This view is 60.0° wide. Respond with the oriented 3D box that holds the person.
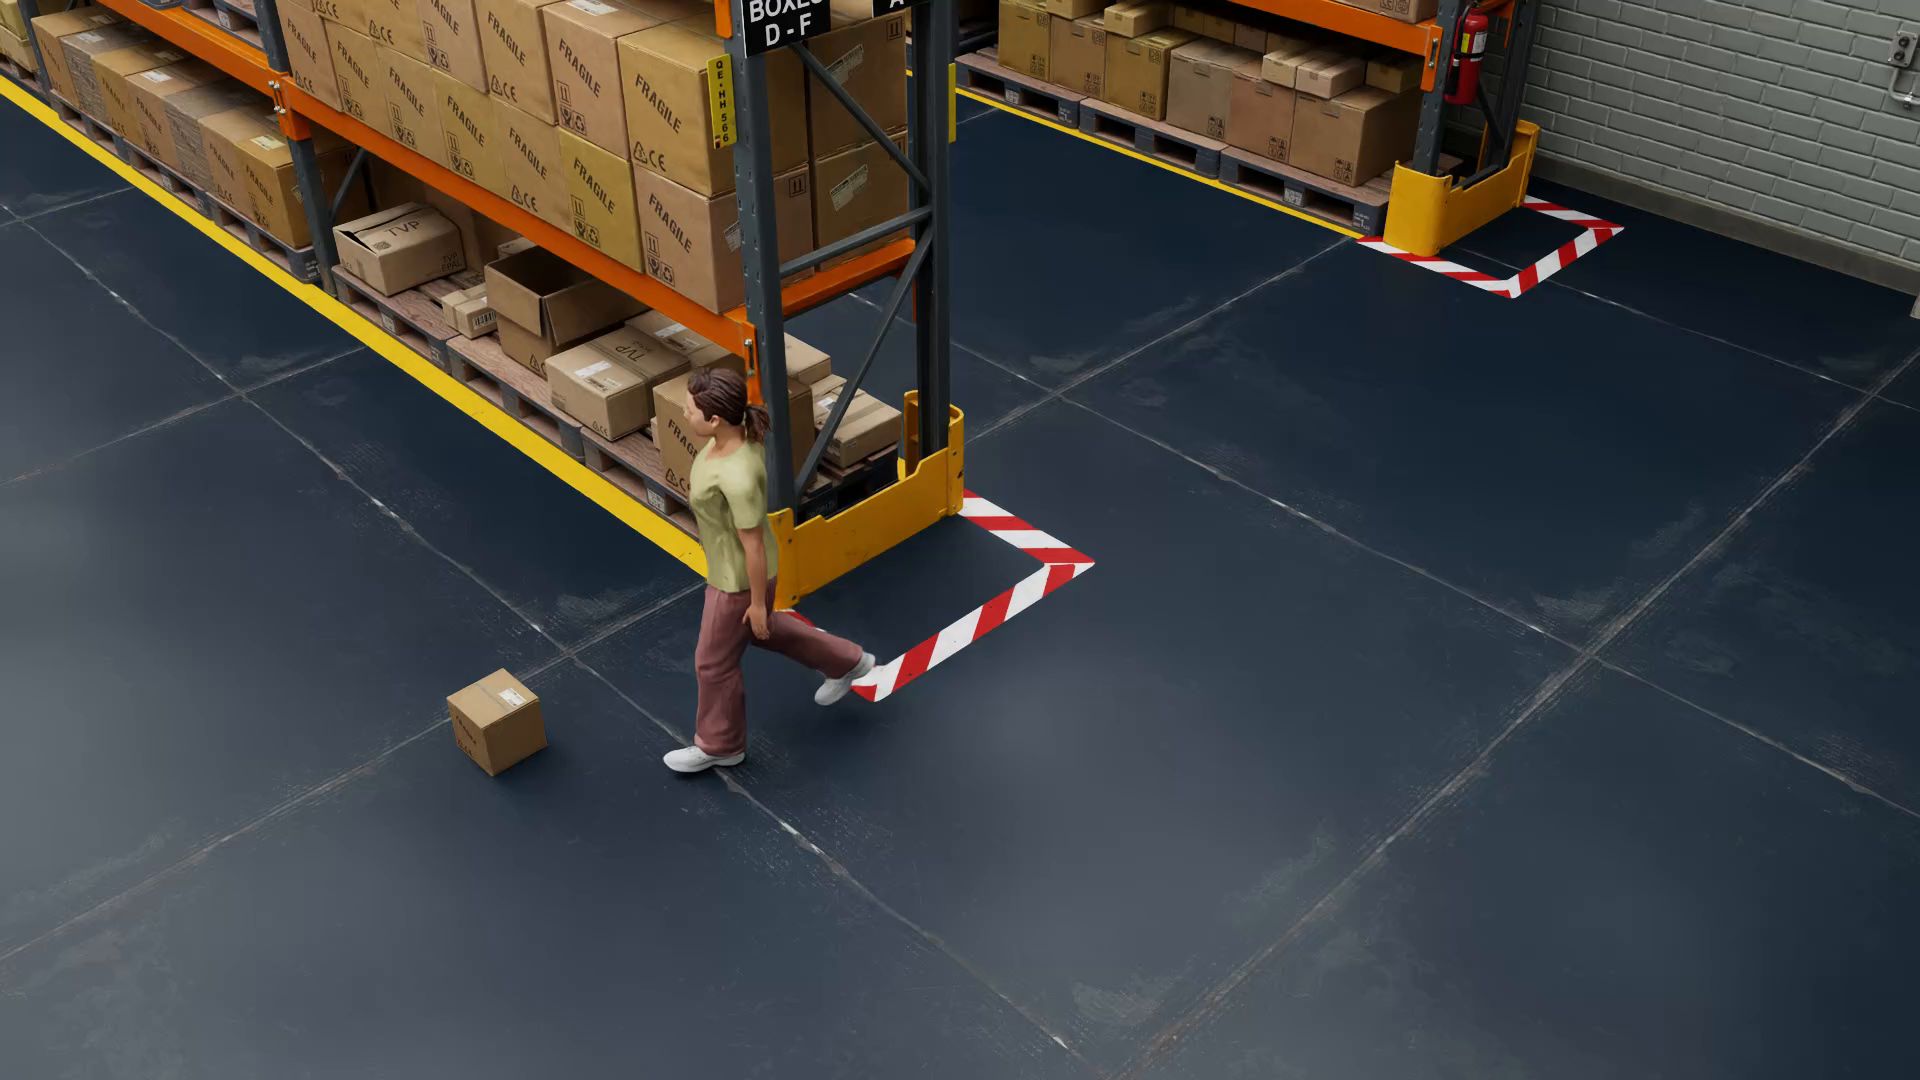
[{"bbox_3d":[-0.725,0.103,5.990,0.823,1.659,0.498,-3,36,-4],"label":"person"}]
